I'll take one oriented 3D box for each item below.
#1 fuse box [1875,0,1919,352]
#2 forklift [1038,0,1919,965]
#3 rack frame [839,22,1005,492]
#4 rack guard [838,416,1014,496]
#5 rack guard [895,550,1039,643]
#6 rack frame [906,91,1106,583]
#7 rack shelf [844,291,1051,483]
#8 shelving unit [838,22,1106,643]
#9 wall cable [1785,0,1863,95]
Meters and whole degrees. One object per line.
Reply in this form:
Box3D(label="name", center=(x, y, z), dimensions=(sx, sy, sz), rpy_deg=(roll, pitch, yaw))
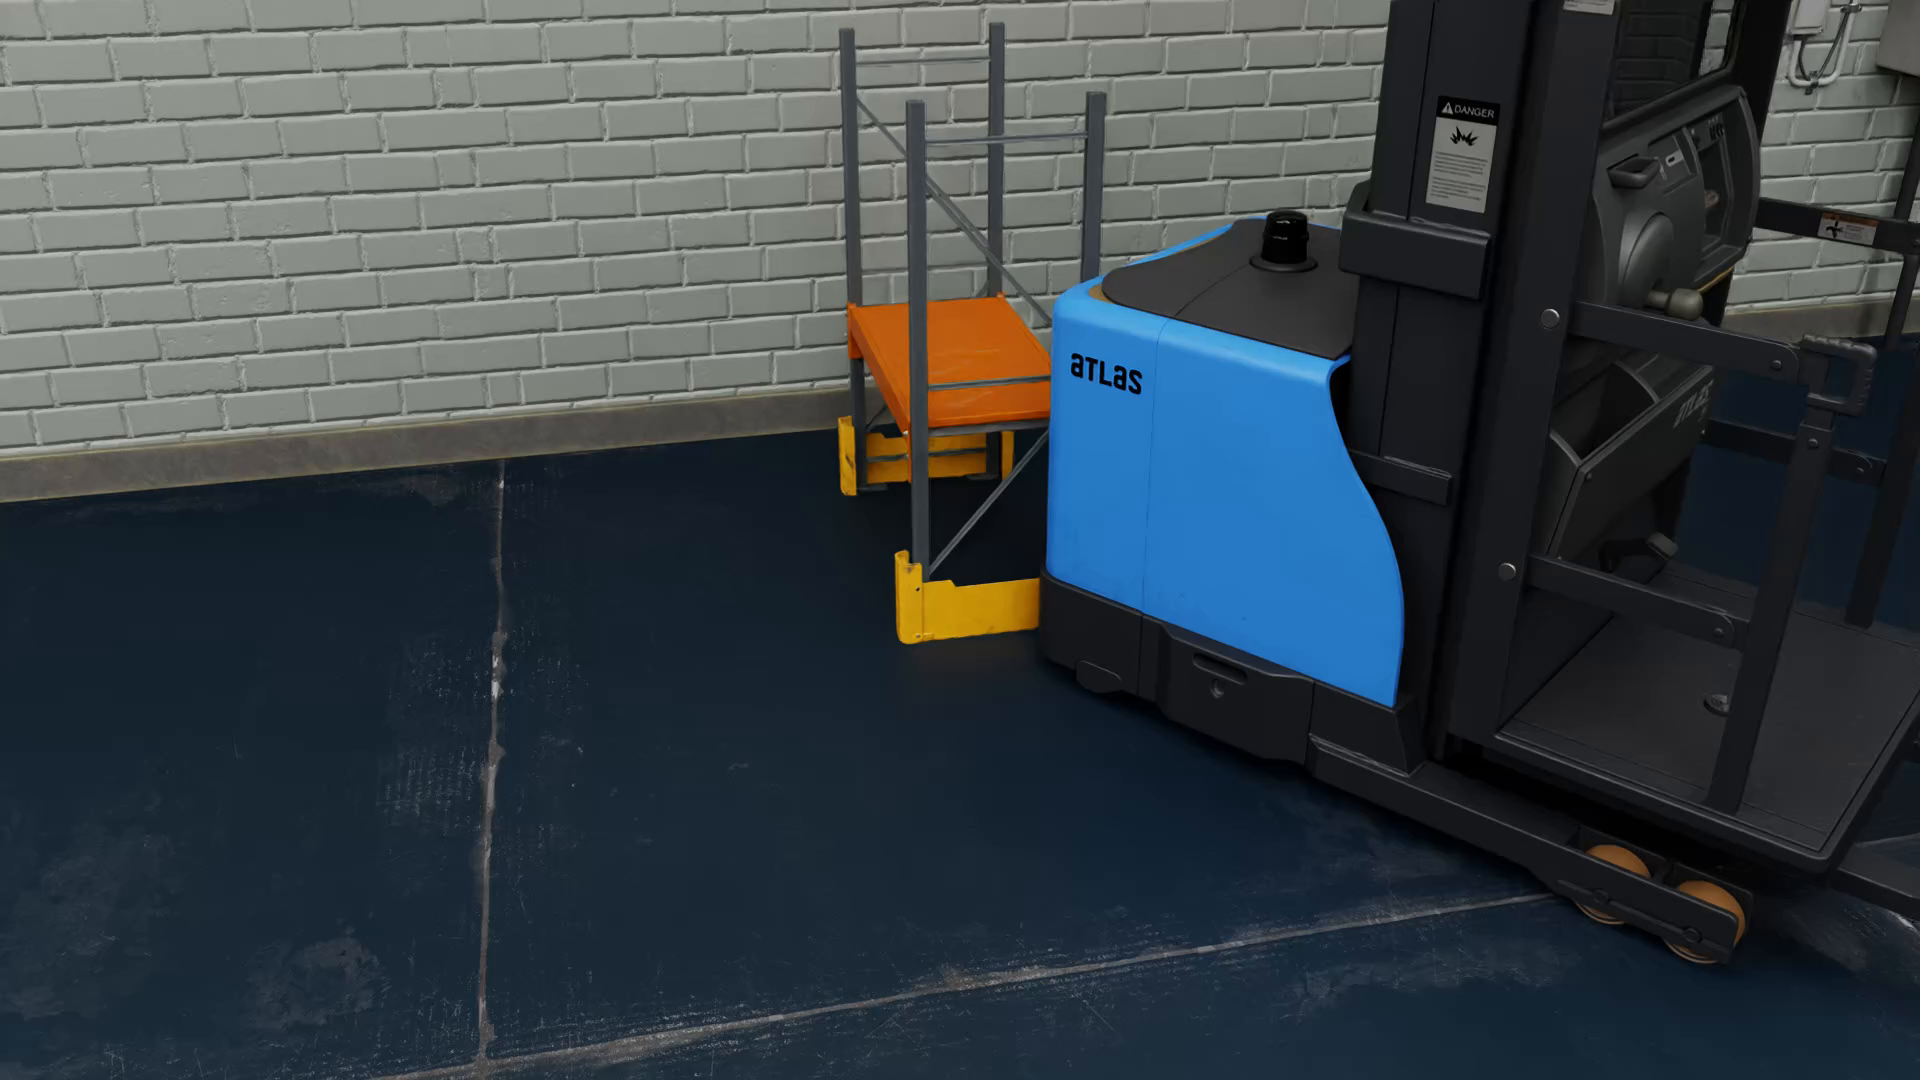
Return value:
Box3D(label="fuse box", center=(3.825, -1.532, 6.386), dimensions=(0.539, 1.711, 0.414), rpy_deg=(-6, 27, -12))
Box3D(label="forklift", center=(1.663, -0.691, 3.365), dimensions=(3.031, 2.935, 1.130), rpy_deg=(21, 33, 35))
Box3D(label="rack frame", center=(-0.111, -0.863, 5.296), dimensions=(0.500, 1.500, 0.032), rpy_deg=(-6, 27, -11))
Box3D(label="rack guard", center=(-0.111, -0.305, 5.576), dimensions=(0.587, 0.250, 0.087), rpy_deg=(-6, 27, -11))
Box3D(label="rack guard", center=(0.110, 0.133, 4.709), dimensions=(0.587, 0.250, 0.087), rpy_deg=(-6, 27, -11))
Box3D(label="rack frame", center=(0.115, -0.417, 4.411), dimensions=(0.500, 1.500, 0.032), rpy_deg=(-6, 27, -11))
Box3D(label="rack shelf", center=(0.002, -0.479, 4.934), dimensions=(0.538, 0.185, 1.000), rpy_deg=(-6, 27, -11))
Box3D(label="shelving unit", center=(0.000, -0.644, 4.861), dimensions=(0.587, 1.500, 1.083), rpy_deg=(-6, 27, -11))
Box3D(label="wall cable", center=(3.125, -2.560, 5.866), dimensions=(0.588, 1.984, 0.122), rpy_deg=(-6, 27, -12))
